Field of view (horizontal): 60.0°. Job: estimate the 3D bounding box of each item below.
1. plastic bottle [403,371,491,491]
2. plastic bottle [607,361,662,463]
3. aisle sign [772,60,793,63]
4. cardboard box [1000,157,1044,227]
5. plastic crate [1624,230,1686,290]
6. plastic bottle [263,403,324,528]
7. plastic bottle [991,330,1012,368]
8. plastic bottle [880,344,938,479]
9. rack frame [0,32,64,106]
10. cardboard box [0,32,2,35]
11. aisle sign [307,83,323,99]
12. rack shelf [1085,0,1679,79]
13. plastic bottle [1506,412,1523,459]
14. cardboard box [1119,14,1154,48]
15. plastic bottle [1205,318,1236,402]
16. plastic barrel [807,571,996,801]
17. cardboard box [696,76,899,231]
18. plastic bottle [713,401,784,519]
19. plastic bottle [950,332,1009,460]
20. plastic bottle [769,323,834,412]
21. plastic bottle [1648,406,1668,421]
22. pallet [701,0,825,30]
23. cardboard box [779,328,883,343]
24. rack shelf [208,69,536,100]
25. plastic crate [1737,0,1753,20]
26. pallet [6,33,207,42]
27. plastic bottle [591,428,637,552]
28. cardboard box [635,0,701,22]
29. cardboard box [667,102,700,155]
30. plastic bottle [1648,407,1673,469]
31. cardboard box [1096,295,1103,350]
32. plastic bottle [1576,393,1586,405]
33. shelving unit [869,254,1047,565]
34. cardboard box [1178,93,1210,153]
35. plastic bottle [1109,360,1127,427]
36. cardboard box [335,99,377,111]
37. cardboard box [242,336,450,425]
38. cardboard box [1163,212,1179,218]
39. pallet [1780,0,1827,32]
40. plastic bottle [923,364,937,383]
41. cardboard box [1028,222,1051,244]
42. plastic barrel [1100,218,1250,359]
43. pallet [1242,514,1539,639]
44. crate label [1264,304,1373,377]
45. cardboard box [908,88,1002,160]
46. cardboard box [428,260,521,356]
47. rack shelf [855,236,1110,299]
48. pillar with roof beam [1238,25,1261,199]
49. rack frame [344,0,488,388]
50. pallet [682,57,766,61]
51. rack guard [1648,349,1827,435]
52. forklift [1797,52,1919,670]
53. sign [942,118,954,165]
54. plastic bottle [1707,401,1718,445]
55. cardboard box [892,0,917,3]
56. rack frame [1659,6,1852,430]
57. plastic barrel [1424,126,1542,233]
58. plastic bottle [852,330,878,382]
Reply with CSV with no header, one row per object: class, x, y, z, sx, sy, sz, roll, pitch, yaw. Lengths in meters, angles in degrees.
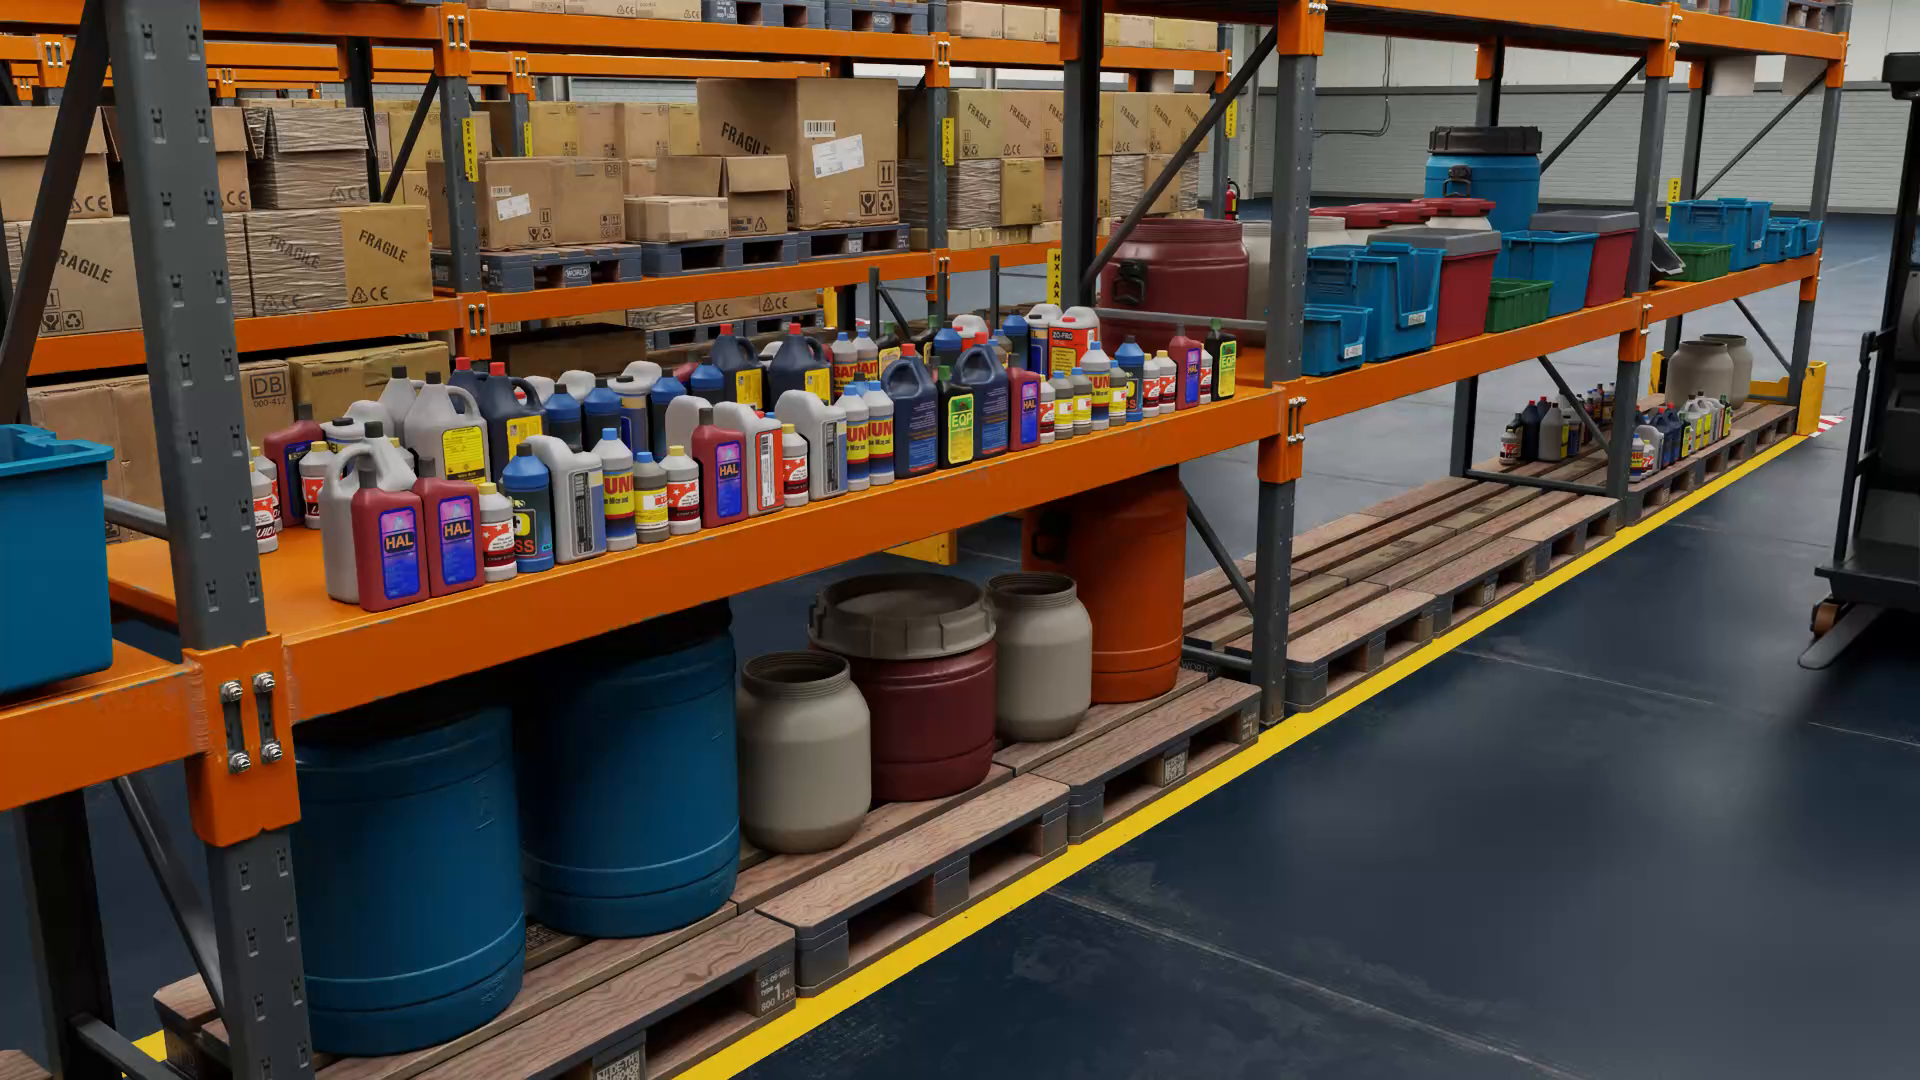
plastic bottle,-1.260,-0.241,4.080,0.144,0.351,0.185,11,18,38
plastic bottle,-0.922,-0.363,4.711,0.152,0.276,0.135,11,18,38
aisle sign,-1.988,-5.232,18.347,0.394,0.787,0.004,11,18,38
cardboard box,0.153,-2.719,12.926,0.875,0.500,0.500,11,18,38
plastic crate,3.761,-1.643,9.625,0.767,0.338,0.504,11,18,38
plastic bottle,-1.589,-0.181,3.980,0.061,0.283,0.133,11,18,38
plastic bottle,0.140,-0.661,6.036,0.097,0.201,0.097,0,14,0
plastic bottle,-0.154,-0.356,4.530,0.144,0.351,0.185,11,18,38
rack frame,-6.828,-2.380,12.400,1.000,3.000,0.127,11,18,38
cardboard box,-6.989,-3.734,11.433,0.500,0.500,0.500,11,18,38
aisle sign,-9.307,-6.653,23.941,0.394,0.787,0.004,11,18,38
rack shelf,2.076,-2.315,7.512,1.077,0.370,4.000,11,18,38
plastic bottle,3.379,-0.633,10.145,0.061,0.283,0.133,12,19,40
cardboard box,1.249,-4.182,13.705,0.500,0.250,0.500,12,18,39
plastic bottle,0.897,-0.627,5.735,0.061,0.283,0.133,11,18,38
plastic barrel,-0.185,0.451,5.300,0.600,0.588,0.708,11,18,38
cardboard box,-1.127,-2.723,11.679,1.000,1.000,1.000,11,18,38
plastic bottle,-0.526,-0.208,4.100,0.152,0.276,0.135,11,18,38
plastic bottle,0.046,-0.416,4.770,0.144,0.351,0.185,11,18,38
plastic bottle,-0.476,-0.477,5.007,0.144,0.351,0.185,11,18,38
plastic bottle,4.418,-0.712,10.472,0.152,0.276,0.135,11,18,38
pallet,-1.640,-3.421,10.787,1.213,0.211,1.003,11,18,38
cardboard box,-0.922,-1.247,12.122,0.700,0.500,0.500,10,17,33
rack shelf,-6.970,-5.381,19.581,1.077,0.370,4.000,11,18,38
plastic crate,4.537,-3.204,9.981,0.336,0.188,0.450,11,18,38
pallet,-6.464,-3.874,12.572,1.213,0.211,1.003,12,19,40
plastic bottle,-0.783,-0.116,3.749,0.097,0.271,0.097,0,14,0
cardboard box,-1.901,-3.223,9.931,0.500,0.250,0.500,12,18,39
cardboard box,-3.026,-4.116,16.734,0.875,0.550,0.500,11,18,38
plastic bottle,4.163,-0.613,9.928,0.144,0.351,0.185,12,18,39
cardboard box,1.240,-1.881,14.657,0.500,0.500,0.500,-10,17,-35
plastic bottle,4.060,-0.827,10.934,0.097,0.271,0.097,0,14,0
shelving unit,0.048,-0.742,8.996,0.587,1.500,1.083,11,18,38
cardboard box,1.841,-3.659,14.596,0.500,0.500,0.500,11,18,38
plastic bottle,0.481,-0.468,5.275,0.097,0.201,0.097,0,14,0
cardboard box,-7.107,-4.807,19.116,0.700,0.500,0.500,11,18,36
cardboard box,-3.483,-0.638,9.005,1.225,0.875,0.875,10,17,35
cardboard box,1.702,-2.813,14.616,0.380,0.149,0.250,11,18,38
pallet,5.251,-3.578,11.406,1.003,0.211,1.213,11,18,38
plastic bottle,-0.069,-0.356,4.670,0.061,0.283,0.133,11,18,38
cardboard box,0.492,-2.421,13.071,0.380,0.149,0.250,11,18,38
plastic barrel,0.875,-1.028,6.803,0.600,0.536,0.708,11,18,38
pallet,2.103,0.150,8.105,1.003,0.211,1.213,11,18,38
crate label,1.375,-0.768,6.395,0.303,0.233,0.416,11,18,38
cardboard box,-0.039,-3.083,12.330,0.500,0.500,0.500,11,18,38
cardboard box,-4.634,-2.127,15.118,1.050,0.750,0.750,11,18,37
rack shelf,0.738,-2.394,13.914,1.077,0.370,4.000,11,18,38
pillar with roof beam,11.489,-13.419,43.670,9.100,9.000,0.400,11,18,38
rack frame,-3.033,-1.593,9.302,1.000,3.000,0.127,11,18,38
pallet,-2.258,-5.179,17.507,1.003,0.211,1.213,11,18,38
rack guard,5.836,-1.125,12.538,1.175,0.500,0.348,11,18,38
forklift,4.422,-0.960,6.947,1.130,2.935,3.031,12,18,38
sign,-0.085,-2.835,11.840,0.100,0.325,0.005,11,18,38
plastic bottle,4.767,-0.762,10.668,0.152,0.276,0.135,11,18,36
cardboard box,-0.540,-4.041,12.339,0.380,0.149,0.250,12,19,39
rack frame,5.847,-2.359,12.316,1.000,3.000,0.127,11,18,38
plastic barrel,2.855,-1.809,9.132,0.600,0.901,0.708,11,18,38
plastic bottle,-0.318,-0.555,5.478,0.097,0.271,0.097,0,14,0
